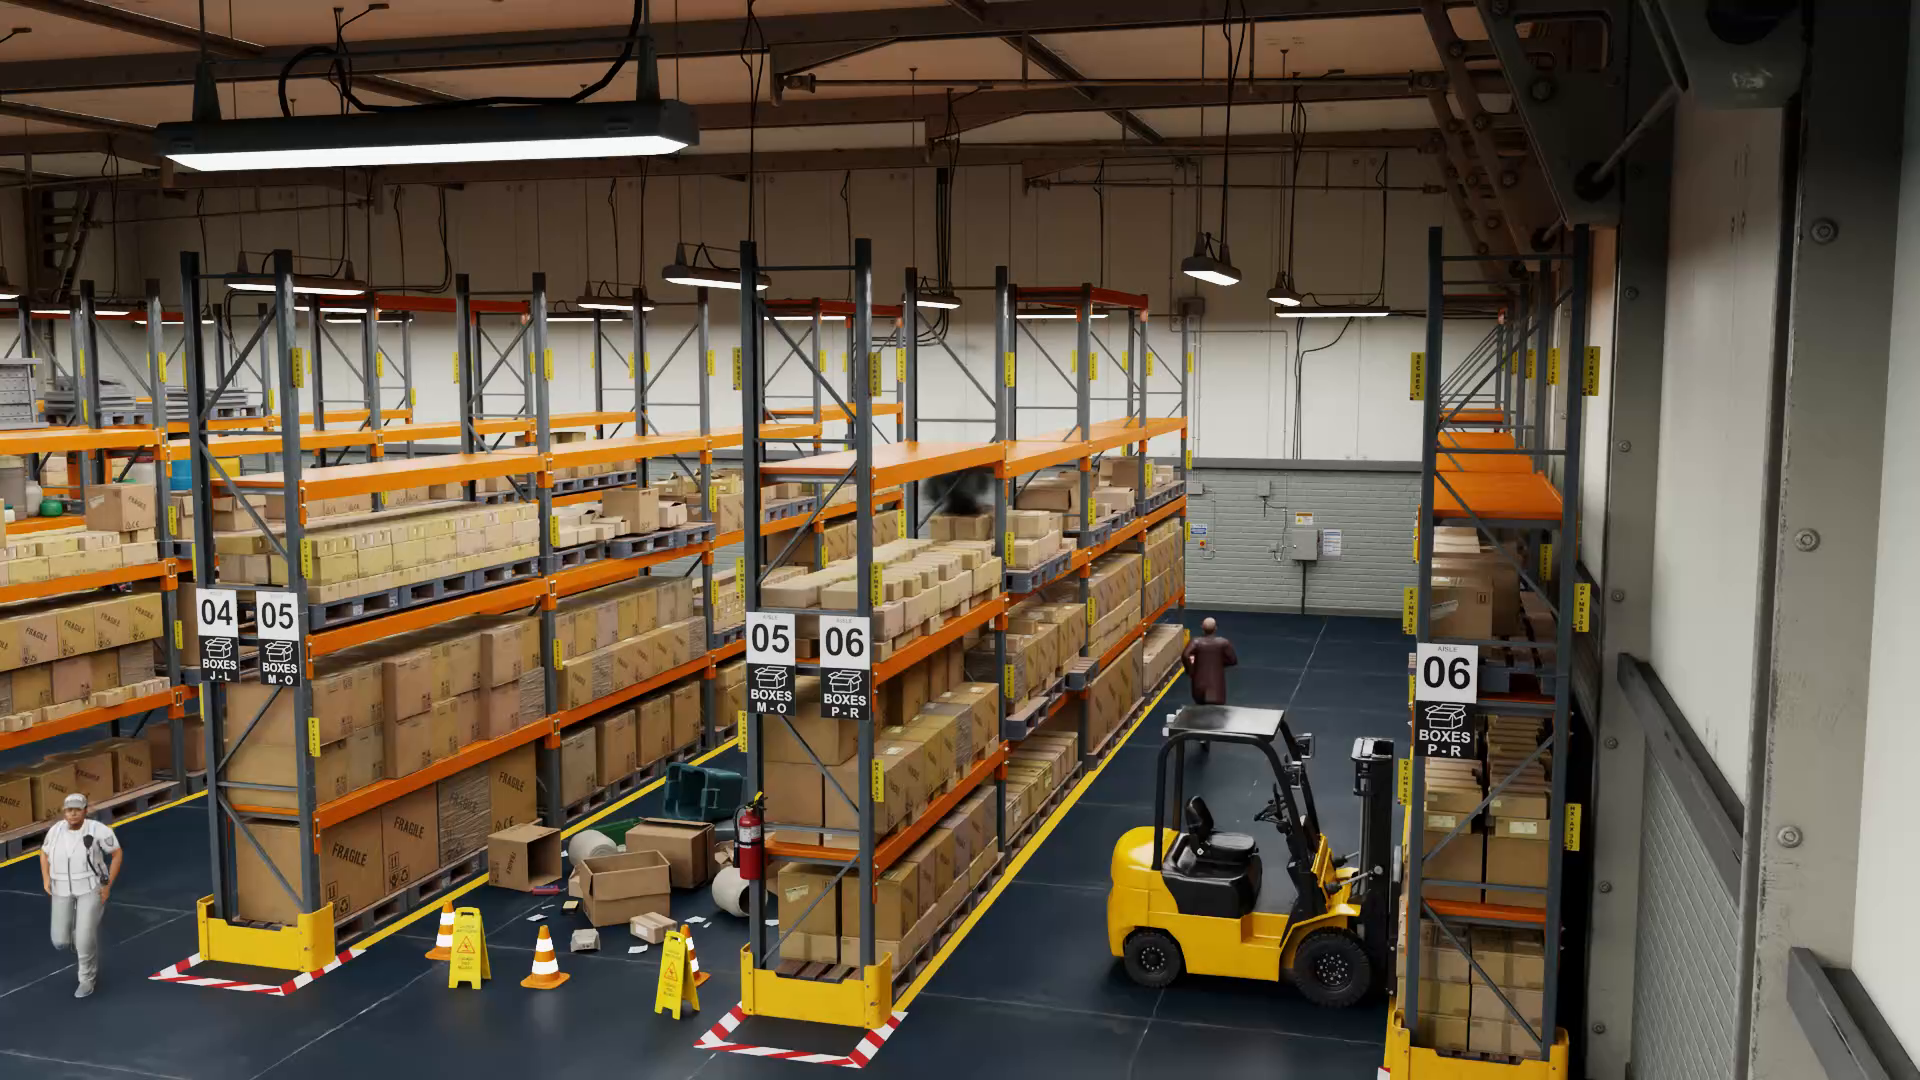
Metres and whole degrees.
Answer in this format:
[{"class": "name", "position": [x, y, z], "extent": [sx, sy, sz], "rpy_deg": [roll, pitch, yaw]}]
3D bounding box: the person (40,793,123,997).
[{"class": "person", "position": [-7.169, 2.860, 13.560], "extent": [0.639, 1.637, 0.532], "rpy_deg": [-1, 6, -6]}]

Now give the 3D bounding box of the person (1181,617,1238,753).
[{"class": "person", "position": [3.209, 1.906, 21.364], "extent": [0.668, 1.816, 1.171], "rpy_deg": [2, 7, 20]}]
